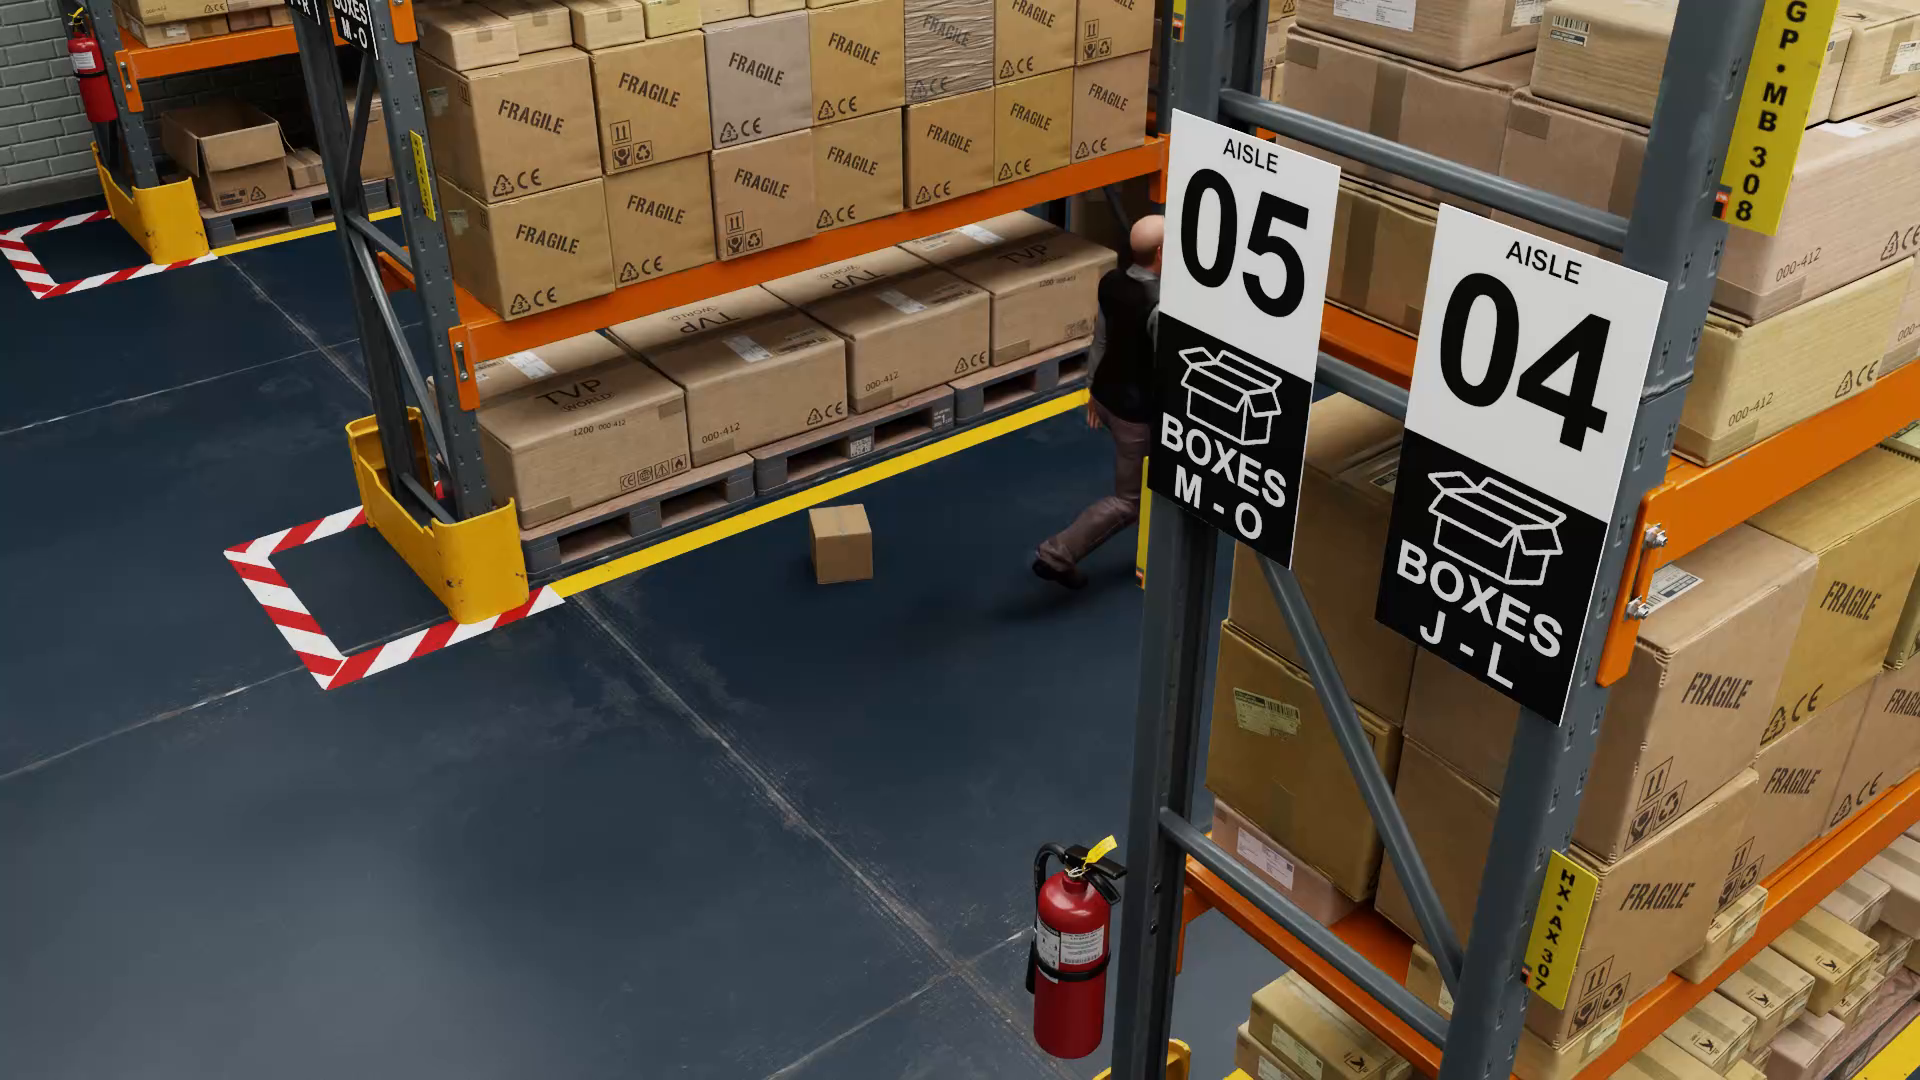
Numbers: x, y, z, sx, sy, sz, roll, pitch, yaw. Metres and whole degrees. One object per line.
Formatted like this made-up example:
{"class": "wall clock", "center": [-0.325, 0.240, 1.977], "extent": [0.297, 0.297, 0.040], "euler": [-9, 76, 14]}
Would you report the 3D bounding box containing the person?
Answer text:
{"class": "person", "center": [0.725, -0.540, 7.029], "extent": [0.951, 1.690, 0.552], "euler": [-14, 35, -21]}
